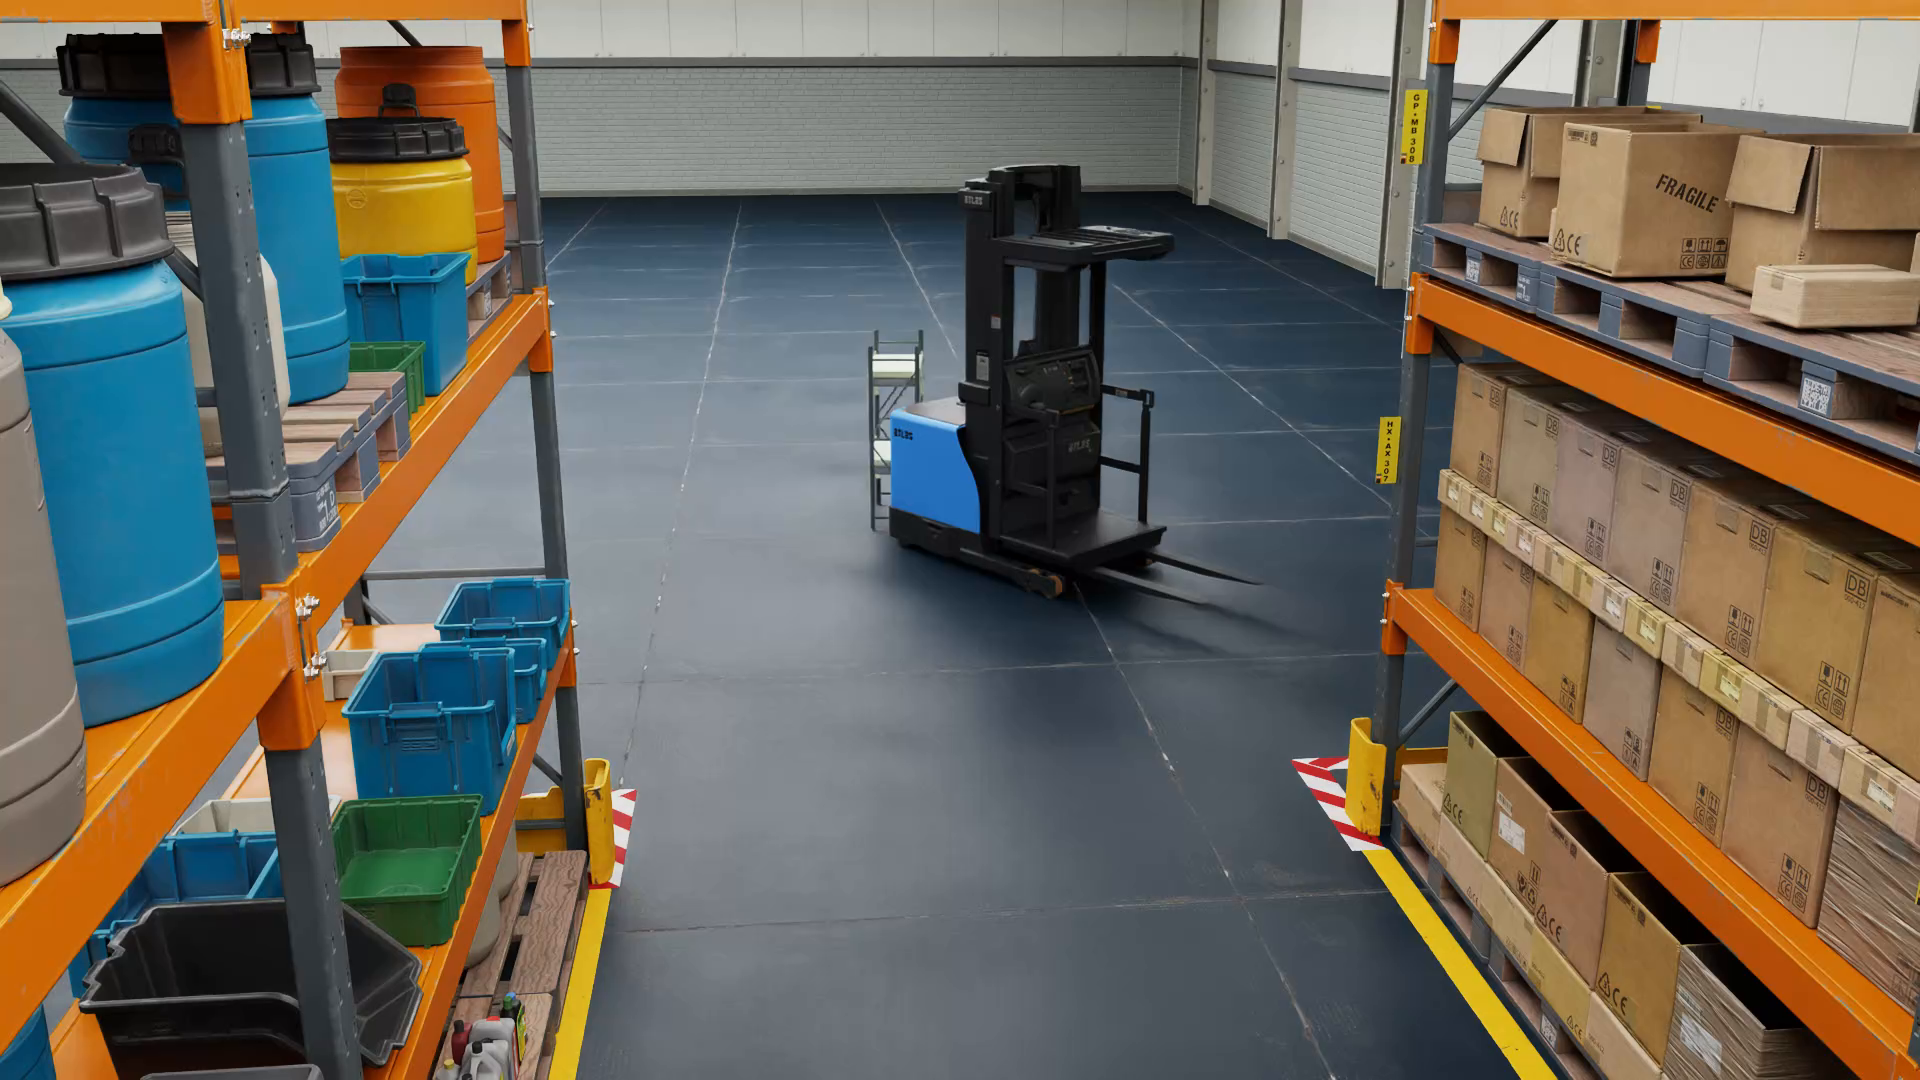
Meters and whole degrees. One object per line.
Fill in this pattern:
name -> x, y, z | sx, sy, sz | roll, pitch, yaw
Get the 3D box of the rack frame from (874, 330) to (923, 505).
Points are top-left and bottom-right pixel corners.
rack frame -> -0.506, -1.012, 13.895 | 0.400, 1.500, 0.023 | 0, 17, 1

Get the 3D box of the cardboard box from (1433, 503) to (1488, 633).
cardboard box -> 2.638, 0.098, 7.690 | 0.700, 0.500, 0.500 | -2, 18, -6

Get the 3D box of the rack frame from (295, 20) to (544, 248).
rack frame -> -2.325, -2.704, 6.767 | 1.000, 3.000, 0.127 | -2, 18, -6

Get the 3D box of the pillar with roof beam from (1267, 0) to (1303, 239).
pillar with roof beam -> 1.705, -9.846, 29.515 | 9.100, 9.000, 0.400 | -2, 18, -6

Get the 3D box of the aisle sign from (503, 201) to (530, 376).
aisle sign -> -2.037, -1.113, 7.373 | 0.394, 0.787, 0.004 | -2, 18, -6

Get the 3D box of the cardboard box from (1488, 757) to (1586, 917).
cardboard box -> 2.554, 1.224, 6.907 | 0.500, 0.500, 0.500 | -2, 18, -6

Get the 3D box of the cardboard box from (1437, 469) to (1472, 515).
cardboard box -> 2.429, -0.227, 7.643 | 0.380, 0.149, 0.250 | -2, 18, -6

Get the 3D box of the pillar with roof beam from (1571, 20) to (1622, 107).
pillar with roof beam -> 2.942, -6.270, 18.127 | 9.100, 9.000, 0.400 | -2, 18, -6

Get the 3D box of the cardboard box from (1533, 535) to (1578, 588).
cardboard box -> 2.537, 0.080, 6.664 | 0.380, 0.149, 0.250 | -2, 18, -7

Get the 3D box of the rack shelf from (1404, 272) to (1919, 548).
rack shelf -> 2.809, -0.486, 5.910 | 1.077, 0.370, 4.000 | -2, 18, -6

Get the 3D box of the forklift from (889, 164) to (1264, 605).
forklift -> 0.822, -1.155, 11.963 | 1.130, 2.935, 3.031 | -16, 23, -41

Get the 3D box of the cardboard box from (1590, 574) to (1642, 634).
cardboard box -> 2.586, 0.231, 6.185 | 0.380, 0.149, 0.250 | -2, 18, -5

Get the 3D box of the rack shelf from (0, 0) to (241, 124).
rack shelf -> -1.706, -0.382, 1.240 | 1.077, 0.370, 4.000 | -2, 18, -6

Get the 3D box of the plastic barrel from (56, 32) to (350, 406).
plastic barrel -> -1.908, -0.821, 4.237 | 0.600, 0.901, 0.708 | -2, 18, -6

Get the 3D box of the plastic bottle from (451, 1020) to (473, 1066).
plastic bottle -> -1.807, 1.857, 6.054 | 0.061, 0.283, 0.133 | -2, 18, -6

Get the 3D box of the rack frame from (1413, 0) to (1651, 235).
rack frame -> 2.602, -2.856, 7.251 | 1.000, 3.000, 0.127 | -2, 18, -6

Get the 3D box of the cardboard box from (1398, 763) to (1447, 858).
cardboard box -> 2.436, 1.284, 7.967 | 0.500, 0.250, 0.500 | -2, 18, -6

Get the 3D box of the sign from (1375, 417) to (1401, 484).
sign -> 2.050, -0.429, 7.959 | 0.100, 0.325, 0.005 | -2, 18, -6

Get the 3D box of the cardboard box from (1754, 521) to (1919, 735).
cardboard box -> 2.910, 0.249, 5.044 | 0.700, 0.500, 0.500 | -2, 18, -6

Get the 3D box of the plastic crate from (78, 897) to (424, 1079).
plastic crate -> -1.840, 1.220, 4.388 | 0.767, 0.338, 0.504 | -2, 18, -6

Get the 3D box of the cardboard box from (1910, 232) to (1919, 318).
cardboard box -> 3.170, -0.777, 4.850 | 0.500, 0.311, 0.500 | -3, 18, -9

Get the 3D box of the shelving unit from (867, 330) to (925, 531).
shelving unit -> -0.512, -0.902, 13.546 | 0.431, 1.500, 0.755 | 0, 17, 1

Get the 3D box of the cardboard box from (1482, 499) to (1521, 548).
cardboard box -> 2.483, -0.074, 7.156 | 0.380, 0.149, 0.250 | -2, 18, -5

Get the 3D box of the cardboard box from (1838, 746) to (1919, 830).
cardboard box -> 2.750, 0.693, 4.713 | 0.380, 0.149, 0.250 | -2, 18, -7

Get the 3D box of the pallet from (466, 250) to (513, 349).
pallet -> -2.337, -0.933, 6.449 | 1.003, 0.211, 1.213 | -2, 18, -6

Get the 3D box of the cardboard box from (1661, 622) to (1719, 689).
cardboard box -> 2.644, 0.388, 5.683 | 0.380, 0.149, 0.250 | -1, 17, -4

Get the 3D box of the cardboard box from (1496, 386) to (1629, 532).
cardboard box -> 2.703, -0.349, 6.947 | 0.700, 0.500, 0.500 | -2, 18, -7

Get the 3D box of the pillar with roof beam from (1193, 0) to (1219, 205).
pillar with roof beam -> 1.086, -11.633, 35.209 | 9.100, 9.000, 0.400 | -2, 18, -6

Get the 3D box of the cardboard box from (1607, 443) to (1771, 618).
cardboard box -> 2.808, -0.049, 5.993 | 0.700, 0.500, 0.500 | -2, 18, -6

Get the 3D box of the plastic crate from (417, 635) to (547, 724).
plastic crate -> -1.914, 0.563, 6.625 | 0.499, 0.251, 0.408 | -2, 18, -6

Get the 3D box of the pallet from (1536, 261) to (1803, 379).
pallet -> 2.779, -0.807, 5.879 | 1.003, 0.211, 1.213 | -2, 18, -6

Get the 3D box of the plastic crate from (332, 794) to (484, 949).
plastic crate -> -1.772, 1.038, 5.217 | 0.450, 0.188, 0.662 | -2, 18, -6

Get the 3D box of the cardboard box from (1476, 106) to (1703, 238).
cardboard box -> 2.658, -1.570, 7.055 | 0.797, 0.503, 0.637 | -1, 17, -2

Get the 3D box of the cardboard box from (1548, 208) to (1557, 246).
cardboard box -> 2.548, -1.216, 6.520 | 0.380, 0.149, 0.250 | -2, 18, -6

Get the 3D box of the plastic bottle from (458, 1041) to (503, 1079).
plastic bottle -> -1.665, 1.912, 5.766 | 0.144, 0.351, 0.185 | -1, 17, -3

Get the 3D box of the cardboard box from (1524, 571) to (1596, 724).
cardboard box -> 2.742, 0.403, 6.720 | 0.700, 0.500, 0.500 | -2, 18, -5

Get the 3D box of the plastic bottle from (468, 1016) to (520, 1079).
plastic bottle -> -1.701, 1.857, 6.066 | 0.152, 0.276, 0.135 | -2, 18, -5

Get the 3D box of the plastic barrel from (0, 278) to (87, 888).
plastic barrel -> -1.577, 0.019, 2.263 | 0.600, 0.901, 0.600 | 0, 17, 0

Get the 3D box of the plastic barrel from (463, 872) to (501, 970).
plastic barrel -> -2.129, 1.488, 6.882 | 0.421, 0.512, 0.421 | 0, 17, 0

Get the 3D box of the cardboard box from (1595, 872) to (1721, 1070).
cardboard box -> 2.654, 1.522, 5.958 | 0.500, 0.500, 0.500 | -2, 18, -6

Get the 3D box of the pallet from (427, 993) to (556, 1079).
pallet -> -2.069, 2.115, 6.089 | 1.003, 0.211, 1.213 | -2, 18, -6

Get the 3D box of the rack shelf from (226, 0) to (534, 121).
rack shelf -> -2.119, -1.574, 5.036 | 1.077, 0.370, 4.000 | -2, 18, -6

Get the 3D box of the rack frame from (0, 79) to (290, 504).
rack frame -> -1.912, -1.512, 2.971 | 1.000, 3.000, 0.127 | -2, 18, -6

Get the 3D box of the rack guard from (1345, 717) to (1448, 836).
rack guard -> 2.600, 1.192, 8.546 | 1.175, 0.500, 0.348 | -2, 18, -6

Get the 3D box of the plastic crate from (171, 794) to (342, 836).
plastic crate -> -2.332, 1.000, 5.425 | 0.530, 0.136, 0.437 | -2, 18, -6

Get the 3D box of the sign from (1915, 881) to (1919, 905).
sign -> 2.463, 0.765, 4.156 | 0.100, 0.325, 0.005 | -2, 18, -6

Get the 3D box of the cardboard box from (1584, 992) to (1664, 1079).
cardboard box -> 2.642, 1.880, 6.069 | 0.500, 0.250, 0.500 | -2, 18, -6

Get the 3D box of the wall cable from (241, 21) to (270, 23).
wall cable -> -15.508, -13.623, 35.868 | 2.305, 6.003, 0.169 | -2, 18, -6

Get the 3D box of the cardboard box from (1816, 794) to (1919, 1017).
cardboard box -> 2.963, 1.018, 4.759 | 0.700, 0.500, 0.500 | -2, 18, -7

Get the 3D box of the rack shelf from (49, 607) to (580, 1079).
rack shelf -> -2.119, 1.097, 5.875 | 1.077, 0.370, 4.000 | -2, 18, -6

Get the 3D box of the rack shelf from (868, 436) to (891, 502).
rack shelf -> -0.512, -0.591, 13.644 | 0.431, 0.370, 0.720 | 0, 17, 1

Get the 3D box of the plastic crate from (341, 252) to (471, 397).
plastic crate -> -1.829, -0.706, 5.438 | 0.392, 0.384, 0.575 | -2, 18, -6

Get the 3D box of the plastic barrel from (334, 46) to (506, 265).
plastic barrel -> -2.148, -1.537, 6.640 | 0.600, 0.830, 0.708 | -2, 18, -6

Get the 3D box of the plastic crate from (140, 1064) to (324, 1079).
plastic crate -> -1.558, 1.454, 3.430 | 0.402, 0.464, 0.583 | -2, 18, -6

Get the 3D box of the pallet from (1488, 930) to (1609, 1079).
pallet -> 2.846, 1.926, 6.690 | 1.003, 0.211, 1.213 | -2, 18, -6

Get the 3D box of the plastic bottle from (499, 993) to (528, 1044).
plastic bottle -> -1.699, 1.817, 6.319 | 0.097, 0.201, 0.097 | 0, 17, 0

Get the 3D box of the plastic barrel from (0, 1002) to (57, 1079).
plastic barrel -> -2.174, 1.235, 3.398 | 0.600, 0.901, 0.708 | -2, 18, -6

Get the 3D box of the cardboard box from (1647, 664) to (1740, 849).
cardboard box -> 2.854, 0.712, 5.735 | 0.700, 0.500, 0.500 | -2, 17, -5

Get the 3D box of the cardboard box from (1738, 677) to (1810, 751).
cardboard box -> 2.693, 0.537, 5.210 | 0.380, 0.149, 0.250 | -2, 18, -6

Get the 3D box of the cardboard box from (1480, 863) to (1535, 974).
cardboard box -> 2.543, 1.582, 7.019 | 0.500, 0.250, 0.500 | -2, 18, -6
